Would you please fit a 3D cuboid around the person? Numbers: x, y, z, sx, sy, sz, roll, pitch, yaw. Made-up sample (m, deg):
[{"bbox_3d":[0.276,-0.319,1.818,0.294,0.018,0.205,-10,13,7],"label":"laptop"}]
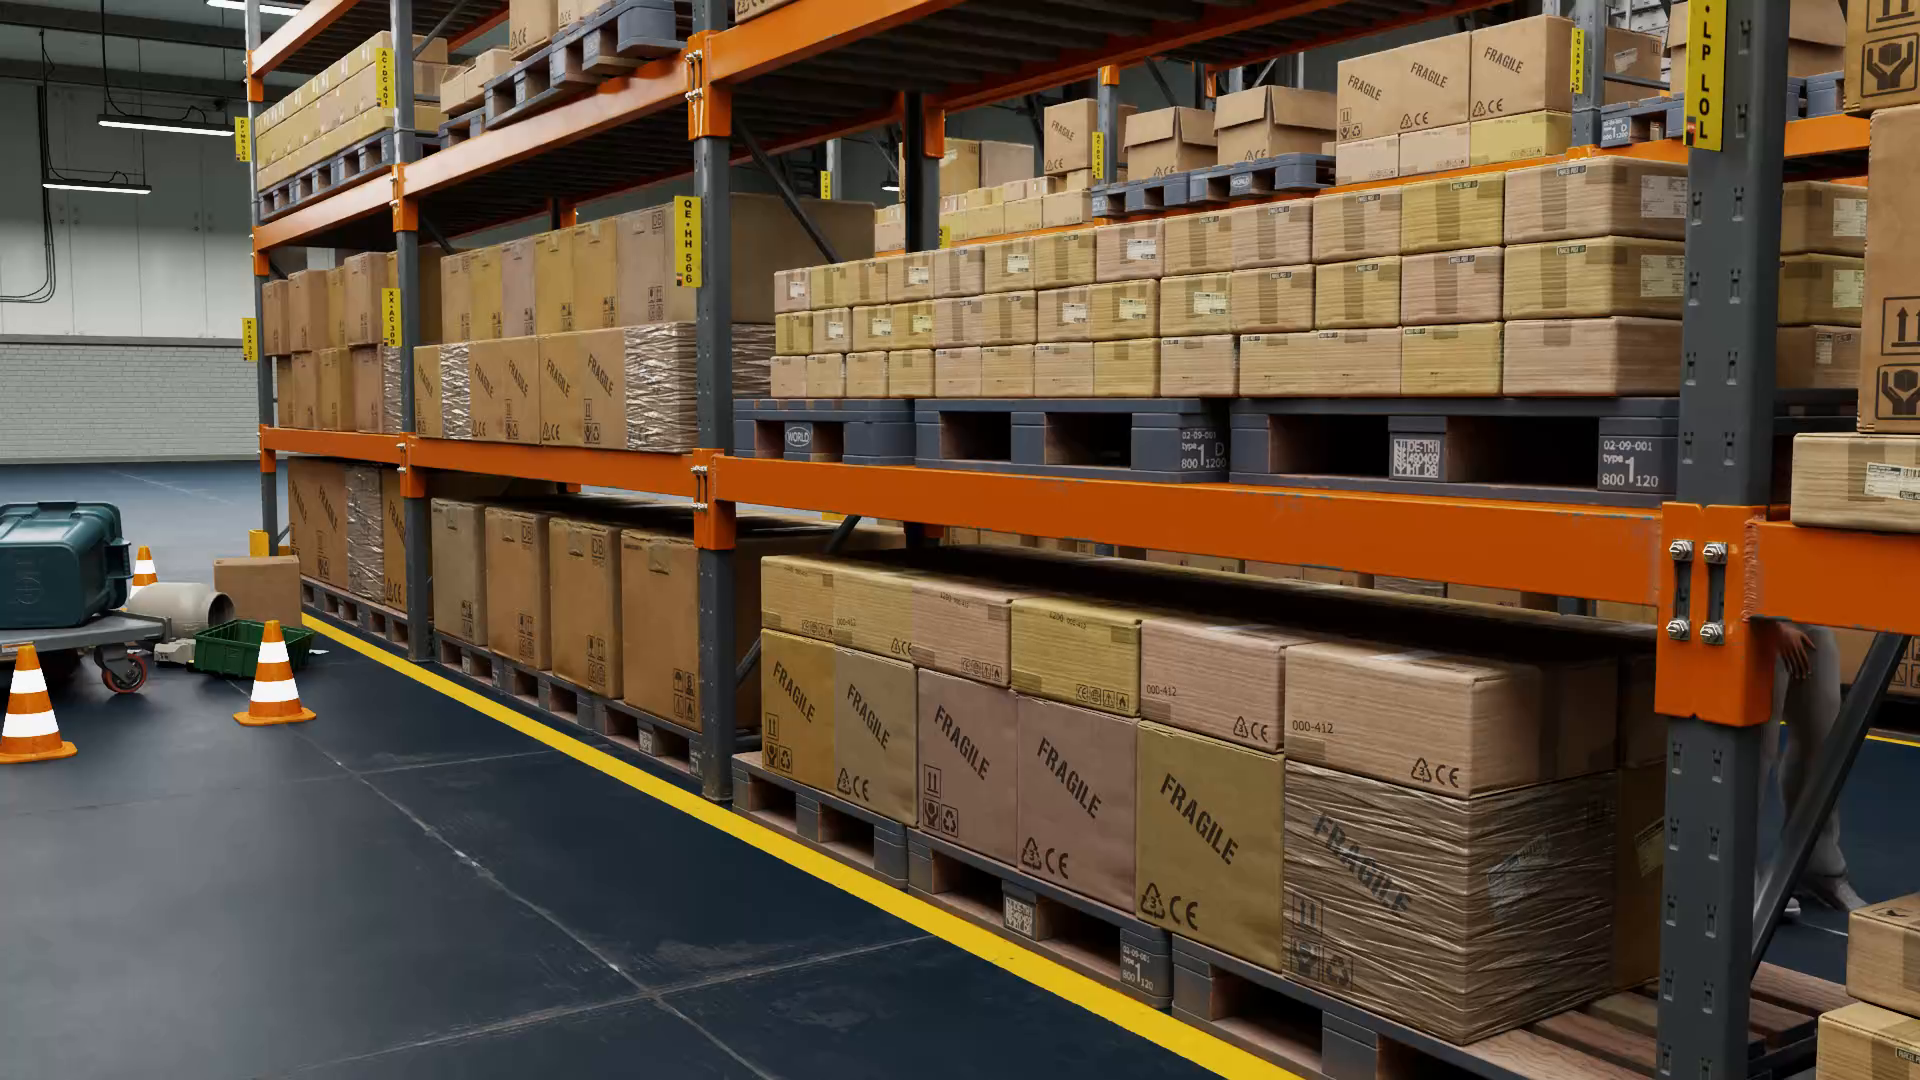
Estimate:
[{"bbox_3d":[2.426,0.276,4.868,0.501,1.752,0.426,-3,6,-35],"label":"person"}]
